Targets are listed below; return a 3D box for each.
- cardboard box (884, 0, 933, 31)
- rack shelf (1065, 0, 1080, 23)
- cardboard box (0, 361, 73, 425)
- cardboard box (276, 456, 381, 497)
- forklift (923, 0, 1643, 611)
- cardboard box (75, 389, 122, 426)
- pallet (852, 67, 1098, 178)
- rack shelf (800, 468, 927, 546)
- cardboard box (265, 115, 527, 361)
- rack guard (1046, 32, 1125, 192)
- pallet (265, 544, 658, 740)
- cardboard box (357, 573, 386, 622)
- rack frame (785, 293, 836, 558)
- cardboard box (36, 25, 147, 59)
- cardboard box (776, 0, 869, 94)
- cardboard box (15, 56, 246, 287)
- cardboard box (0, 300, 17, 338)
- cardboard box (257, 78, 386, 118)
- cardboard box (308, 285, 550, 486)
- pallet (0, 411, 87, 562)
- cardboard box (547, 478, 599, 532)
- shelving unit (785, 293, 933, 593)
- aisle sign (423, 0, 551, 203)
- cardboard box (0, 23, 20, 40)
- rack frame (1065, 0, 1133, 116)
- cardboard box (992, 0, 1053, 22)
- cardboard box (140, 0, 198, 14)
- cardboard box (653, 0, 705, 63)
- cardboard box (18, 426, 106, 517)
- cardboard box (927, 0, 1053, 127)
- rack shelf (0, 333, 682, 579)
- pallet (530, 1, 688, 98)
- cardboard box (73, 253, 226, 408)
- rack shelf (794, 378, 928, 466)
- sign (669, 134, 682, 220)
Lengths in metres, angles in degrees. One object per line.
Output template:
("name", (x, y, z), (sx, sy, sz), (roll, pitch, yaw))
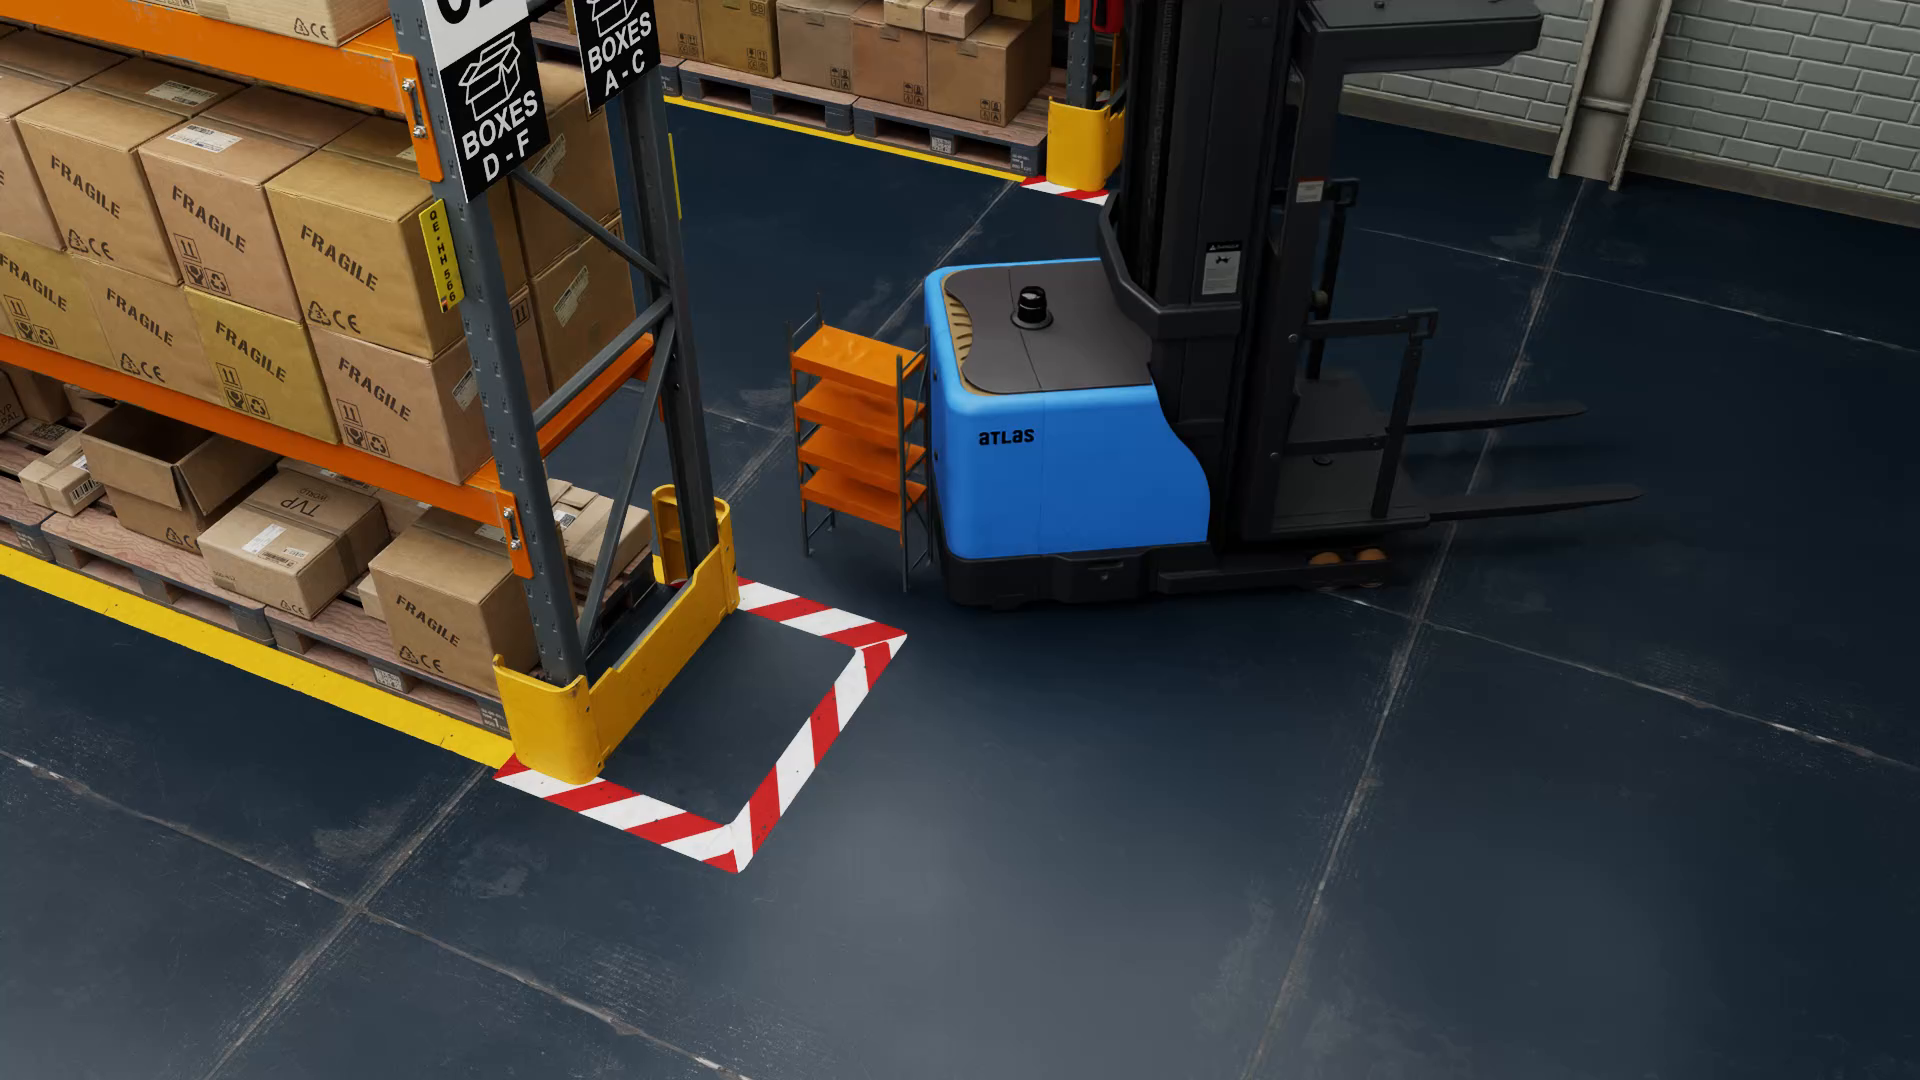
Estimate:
("cardboard box", (-0.243, -3.112, 9.643), (0.250, 0.149, 0.380), (18, 44, 20))
("rack shelf", (-0.953, -3.802, 9.896), (4.000, 0.370, 1.077), (17, 44, 19))
("cardboard box", (-4.221, -0.919, 7.593), (0.500, 0.500, 0.500), (17, 44, 19))
("cardboard box", (-2.511, -0.302, 7.072), (0.500, 0.250, 0.500), (17, 44, 19))
("forklift", (1.392, -1.234, 6.435), (3.031, 2.935, 1.130), (-4, 41, -5))
("cardboard box", (-3.541, -0.640, 7.415), (0.500, 0.311, 0.500), (17, 44, 19))
("pallet", (0.101, -2.642, 10.137), (1.213, 0.211, 1.003), (17, 44, 19))
("rack shelf", (-0.393, -0.173, 6.940), (0.480, 0.148, 0.258), (19, 44, 20))
("cardboard box", (-1.752, -0.955, 5.222), (0.500, 0.500, 0.500), (17, 44, 18))
("rack guard", (0.881, -2.569, 9.832), (0.348, 0.500, 1.175), (17, 44, 19))
("pallet", (-2.024, 0.234, 6.820), (1.213, 0.211, 1.003), (17, 44, 19))
("cardboard box", (-2.158, 0.155, 6.608), (0.250, 0.166, 0.380), (17, 44, 19))
("rack frame", (-0.609, -0.448, 6.851), (0.015, 1.200, 0.240), (19, 44, 20))
("cardboard box", (-2.912, -1.696, 6.077), (0.500, 0.500, 0.500), (17, 44, 18))
("cardboard box", (-0.727, -3.146, 10.178), (0.500, 0.500, 0.700), (16, 43, 17))
("cardboard box", (-2.682, -1.235, 5.545), (0.500, 0.500, 0.500), (18, 44, 20))
("cardboard box", (-3.592, -1.142, 6.201), (0.500, 0.500, 0.500), (17, 44, 18))
("cardboard box", (-2.000, -1.414, 5.752), (0.500, 0.500, 0.500), (17, 44, 19))
("cardboard box", (-1.753, -0.579, 5.552), (0.500, 0.500, 0.500), (18, 44, 20))
("pallet", (-4.235, -0.442, 7.599), (1.213, 0.211, 1.003), (17, 44, 19))
("cardboard box", (-1.693, -0.064, 6.861), (0.250, 0.166, 0.380), (17, 44, 19))
("shelving unit", (-0.393, -0.374, 6.765), (0.503, 1.200, 0.258), (19, 44, 20))
("aisle sign", (-1.300, -1.361, 4.545), (0.004, 0.787, 0.394), (17, 44, 19))
("cardboard box", (-3.615, -1.520, 5.873), (0.500, 0.500, 0.500), (16, 43, 17))
("rack frame", (0.859, -3.520, 9.021), (0.127, 3.000, 1.000), (17, 44, 19))
("cardboard box", (0.380, -3.198, 9.742), (0.250, 0.149, 0.380), (17, 44, 19))
("cardboard box", (-2.257, -1.787, 4.845), (0.500, 0.250, 0.500), (17, 44, 19))
("cardboard box", (-1.678, -3.433, 10.509), (0.500, 0.500, 0.700), (17, 44, 18))
("cardboard box", (-3.780, -0.304, 7.138), (0.250, 0.166, 0.380), (17, 44, 19))
("cardboard box", (0.182, -2.869, 9.858), (0.500, 0.500, 0.700), (17, 44, 19))
("rack shelf", (-3.044, -0.861, 6.502), (4.000, 0.370, 1.077), (17, 44, 19))
("pallet", (-2.110, -3.317, 10.916), (1.213, 0.211, 1.003), (17, 44, 19))
("cardboard box", (-2.674, -0.862, 5.878), (0.500, 0.500, 0.500), (17, 44, 19))
("rack shelf", (-0.393, -0.492, 6.663), (0.480, 0.148, 0.258), (19, 44, 20))
("sign", (-1.003, -1.228, 5.716), (0.005, 0.325, 0.100), (17, 44, 19))
